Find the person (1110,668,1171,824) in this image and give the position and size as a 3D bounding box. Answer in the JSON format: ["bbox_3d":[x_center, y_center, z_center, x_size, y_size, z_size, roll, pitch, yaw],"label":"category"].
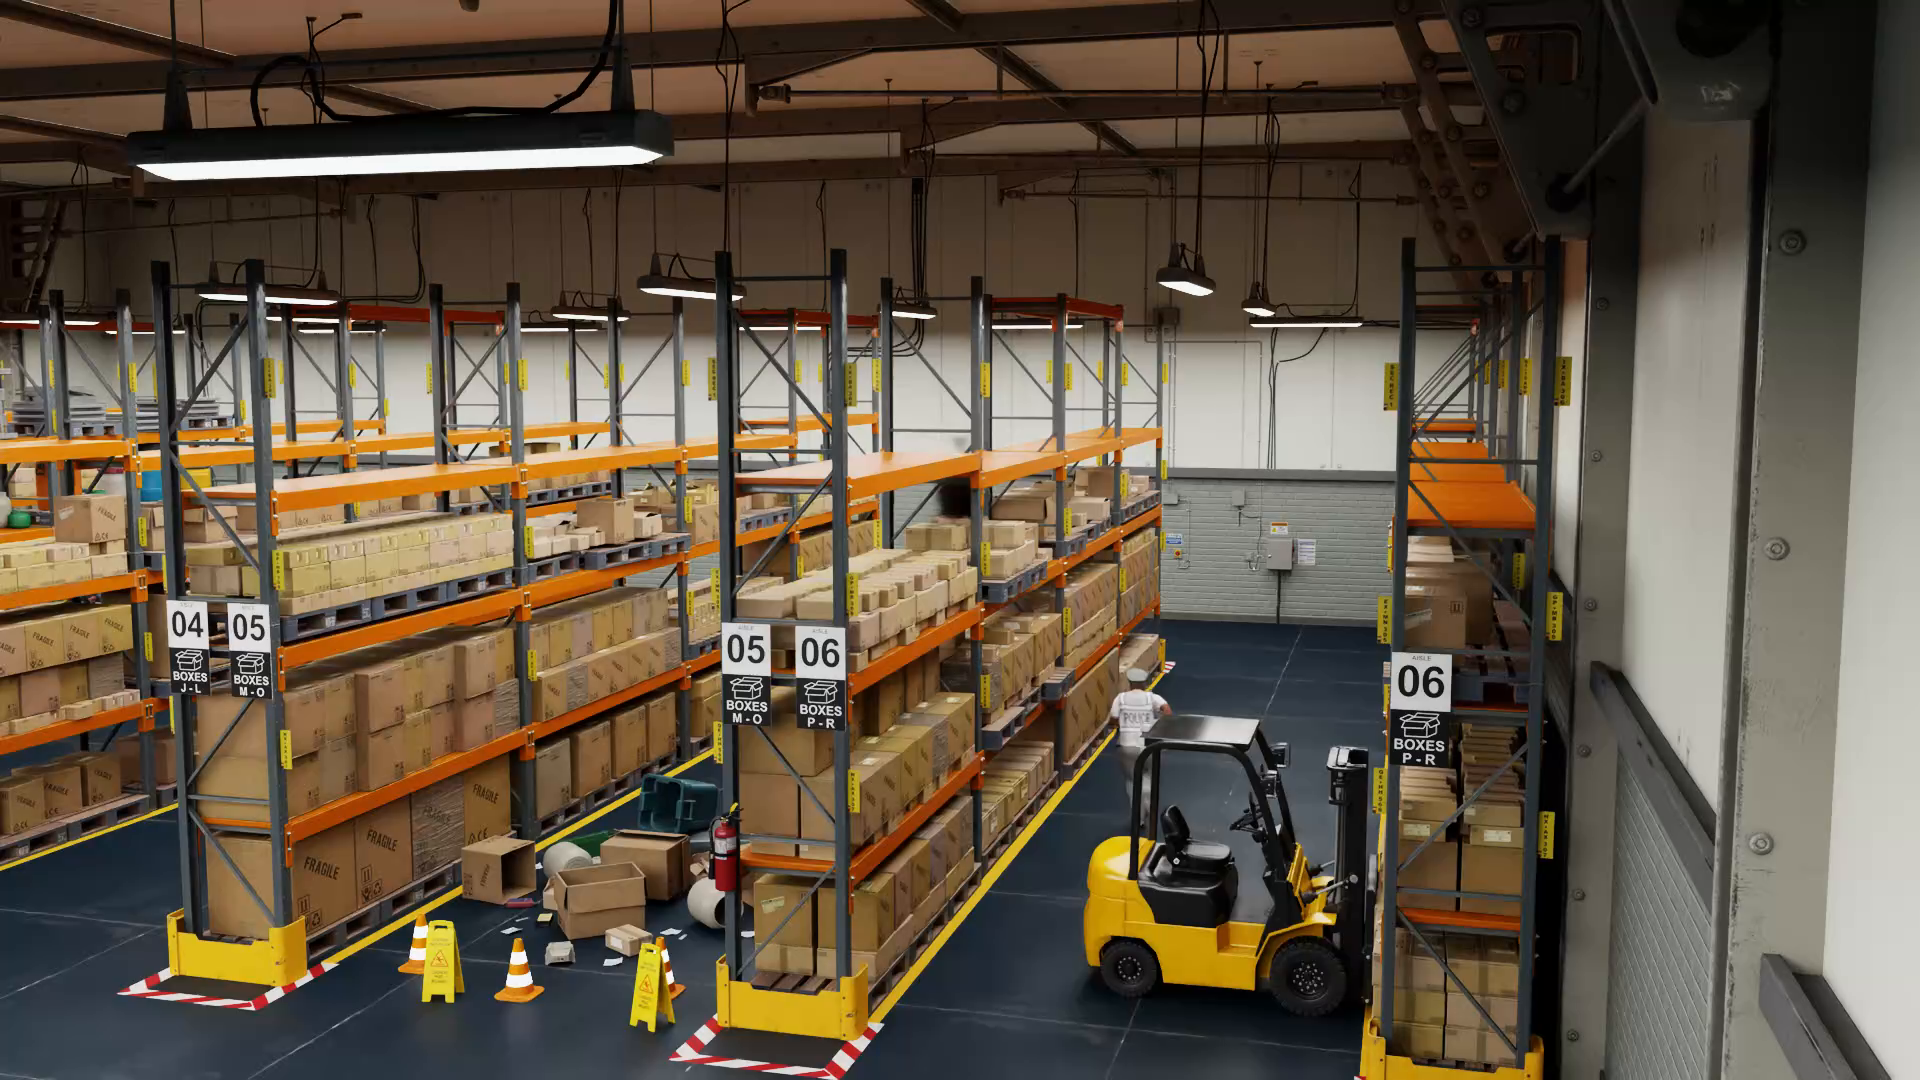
[{"bbox_3d":[2.033,2.323,18.860,0.665,1.703,0.799,0,6,-1],"label":"person"}]
